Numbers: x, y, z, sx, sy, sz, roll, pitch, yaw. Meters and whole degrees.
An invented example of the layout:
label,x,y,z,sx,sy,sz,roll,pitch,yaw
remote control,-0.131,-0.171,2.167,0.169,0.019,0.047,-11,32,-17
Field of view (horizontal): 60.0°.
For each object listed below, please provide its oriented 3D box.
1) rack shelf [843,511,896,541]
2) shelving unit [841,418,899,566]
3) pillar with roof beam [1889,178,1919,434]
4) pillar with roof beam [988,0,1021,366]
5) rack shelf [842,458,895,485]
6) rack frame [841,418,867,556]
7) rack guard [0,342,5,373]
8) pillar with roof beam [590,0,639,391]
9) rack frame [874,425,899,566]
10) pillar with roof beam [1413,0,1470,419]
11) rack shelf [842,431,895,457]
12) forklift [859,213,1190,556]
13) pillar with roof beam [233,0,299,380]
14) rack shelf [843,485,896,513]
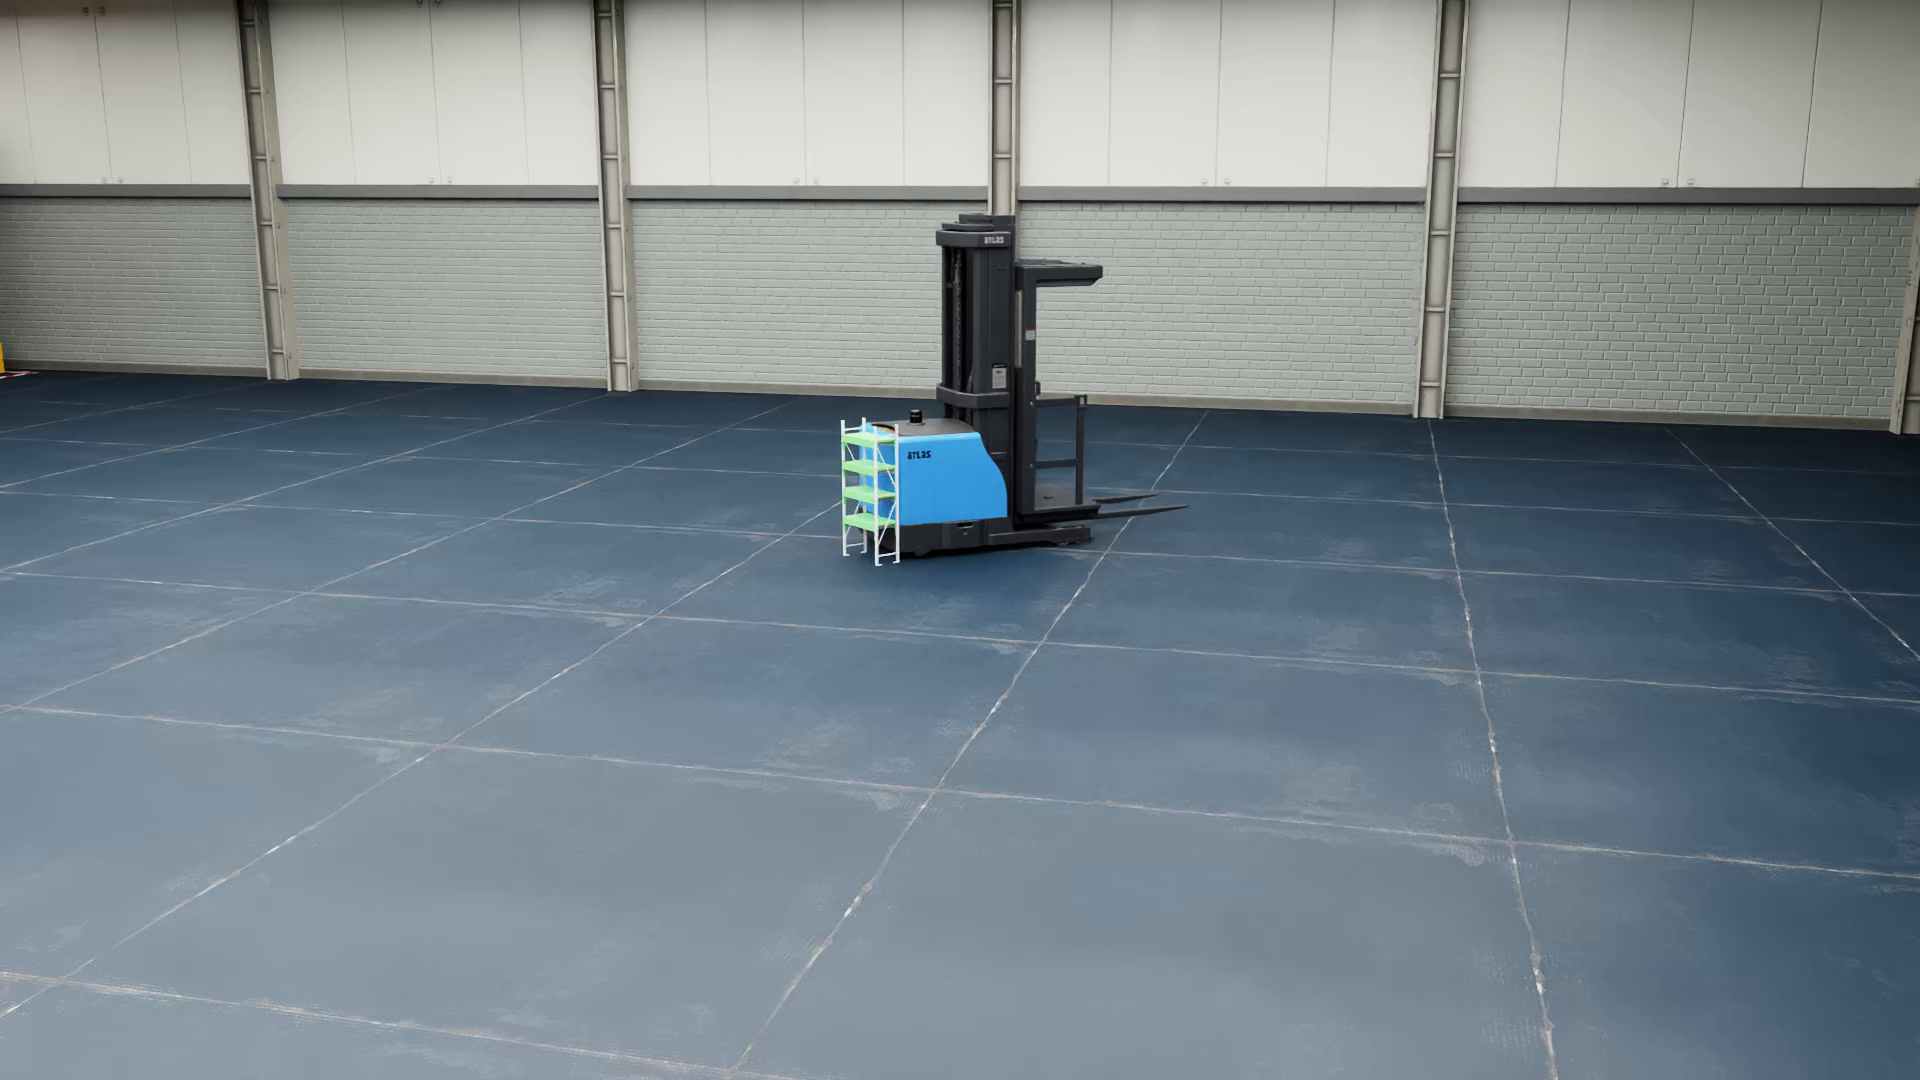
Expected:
label,x,y,z,sx,sy,sz,roll,pitch,yaw
rack shelf,-0.776,-0.124,14.440,0.258,0.148,0.480,-10,16,-37
shelving unit,-0.776,-0.420,14.374,0.258,1.200,0.503,-10,16,-37
pillar with roof beam,11.243,-4.876,16.452,0.400,9.000,9.100,3,13,14
pillar with roof beam,-0.408,-5.499,19.259,0.400,9.000,9.100,3,13,14
rack shelf,-0.776,-0.592,14.336,0.258,0.148,0.480,-10,16,-37
rack frame,-0.926,-0.462,14.562,0.240,1.200,0.015,-10,16,-37
rack guard,-16.369,-2.962,27.447,0.348,0.500,1.175,3,13,14
pillar with roof beam,-6.233,-5.810,20.662,0.400,9.000,9.100,3,13,14
rack frame,-0.626,-0.379,14.186,0.240,1.200,0.015,-10,16,-37
pillar with roof beam,5.417,-5.187,17.855,0.400,9.000,9.100,3,13,14
rack shelf,-0.776,-0.827,14.284,0.258,0.148,0.480,-10,16,-37
forklift,0.641,-1.475,15.131,3.031,2.935,1.130,-5,13,-22
pillar with roof beam,-12.058,-6.122,22.066,0.400,9.000,9.100,3,13,14
rack shelf,-0.776,-0.358,14.388,0.258,0.148,0.480,-10,16,-37
